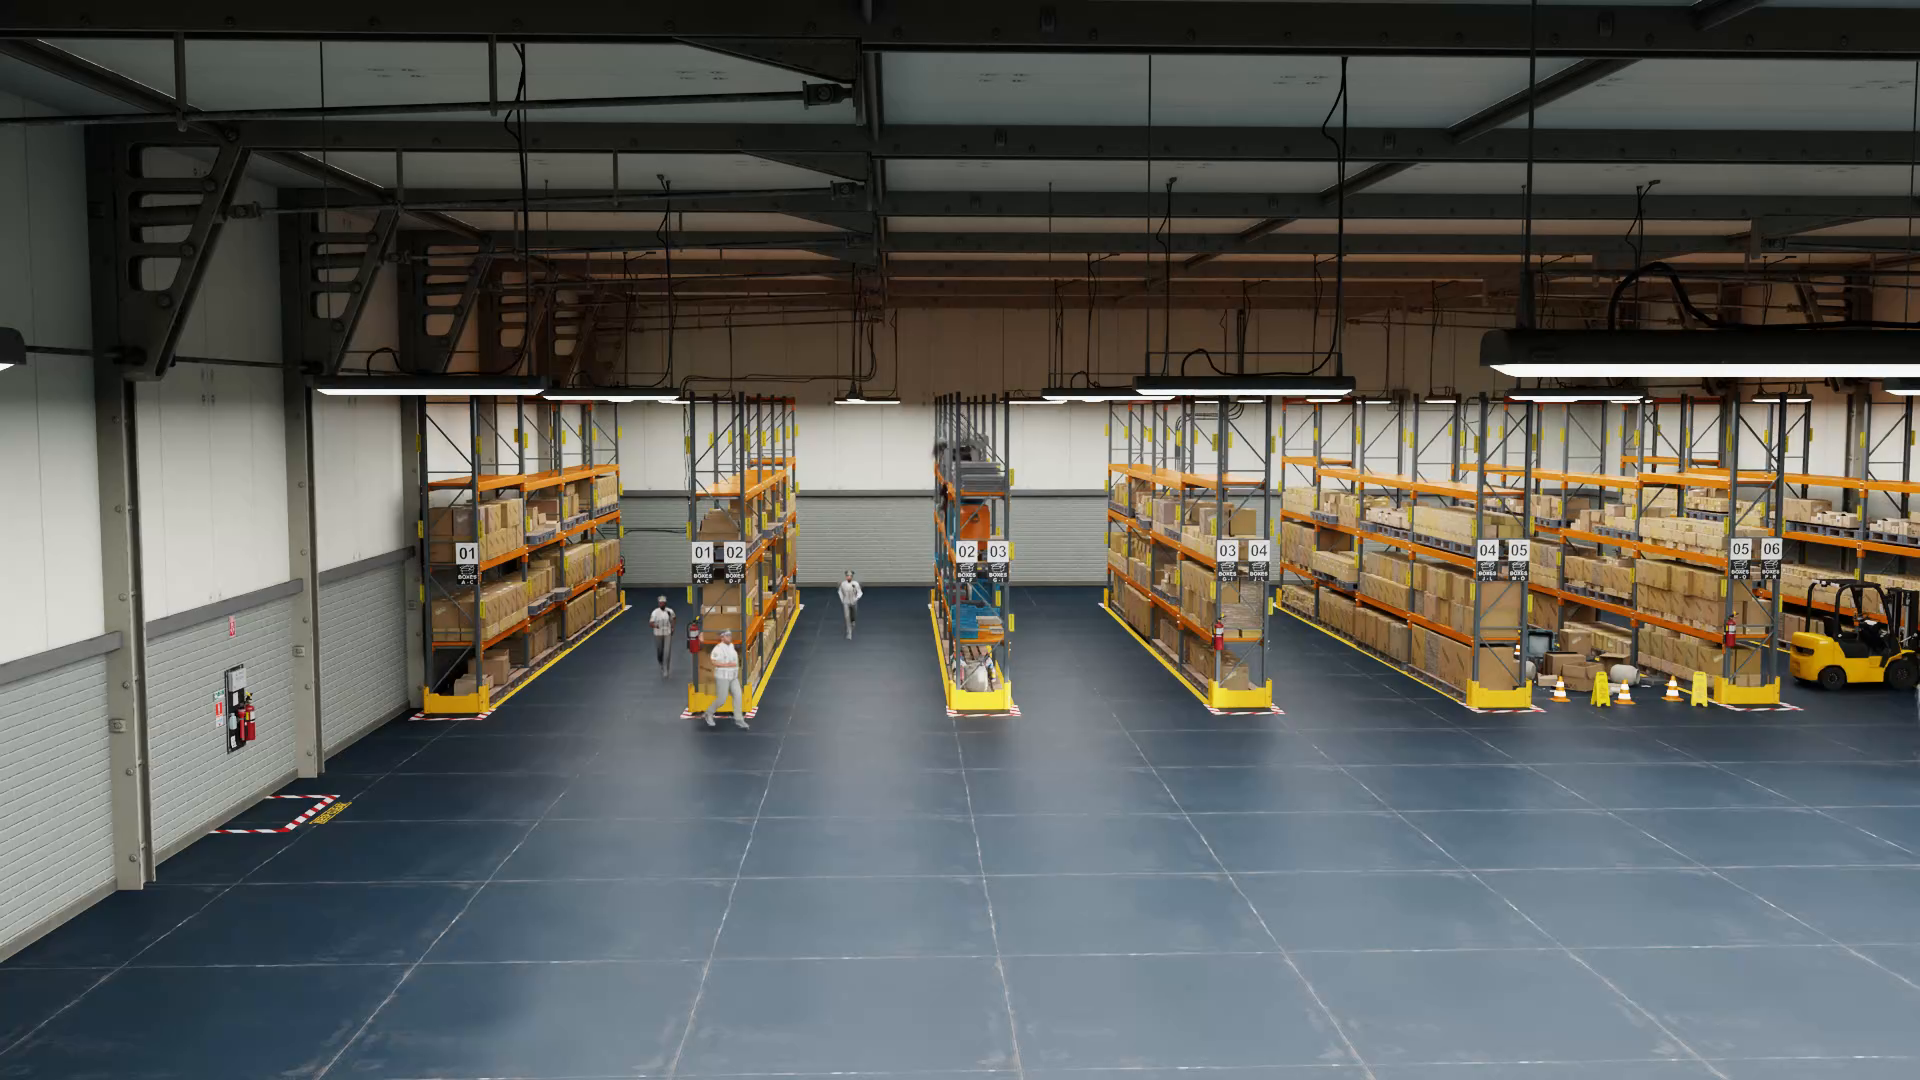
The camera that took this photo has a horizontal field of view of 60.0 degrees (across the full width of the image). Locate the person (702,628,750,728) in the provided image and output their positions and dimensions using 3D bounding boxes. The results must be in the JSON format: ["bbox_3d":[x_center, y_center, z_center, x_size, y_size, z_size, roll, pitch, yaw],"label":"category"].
[{"bbox_3d":[-4.179,2.450,29.628,0.907,1.802,0.689,2,5,22],"label":"person"}]

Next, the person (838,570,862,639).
[{"bbox_3d":[-2.732,1.592,41.408,0.589,1.694,0.974,0,5,-6],"label":"person"}]

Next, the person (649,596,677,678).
[{"bbox_3d":[-6.325,2.030,35.430,0.581,1.699,0.920,-1,5,-12],"label":"person"}]
